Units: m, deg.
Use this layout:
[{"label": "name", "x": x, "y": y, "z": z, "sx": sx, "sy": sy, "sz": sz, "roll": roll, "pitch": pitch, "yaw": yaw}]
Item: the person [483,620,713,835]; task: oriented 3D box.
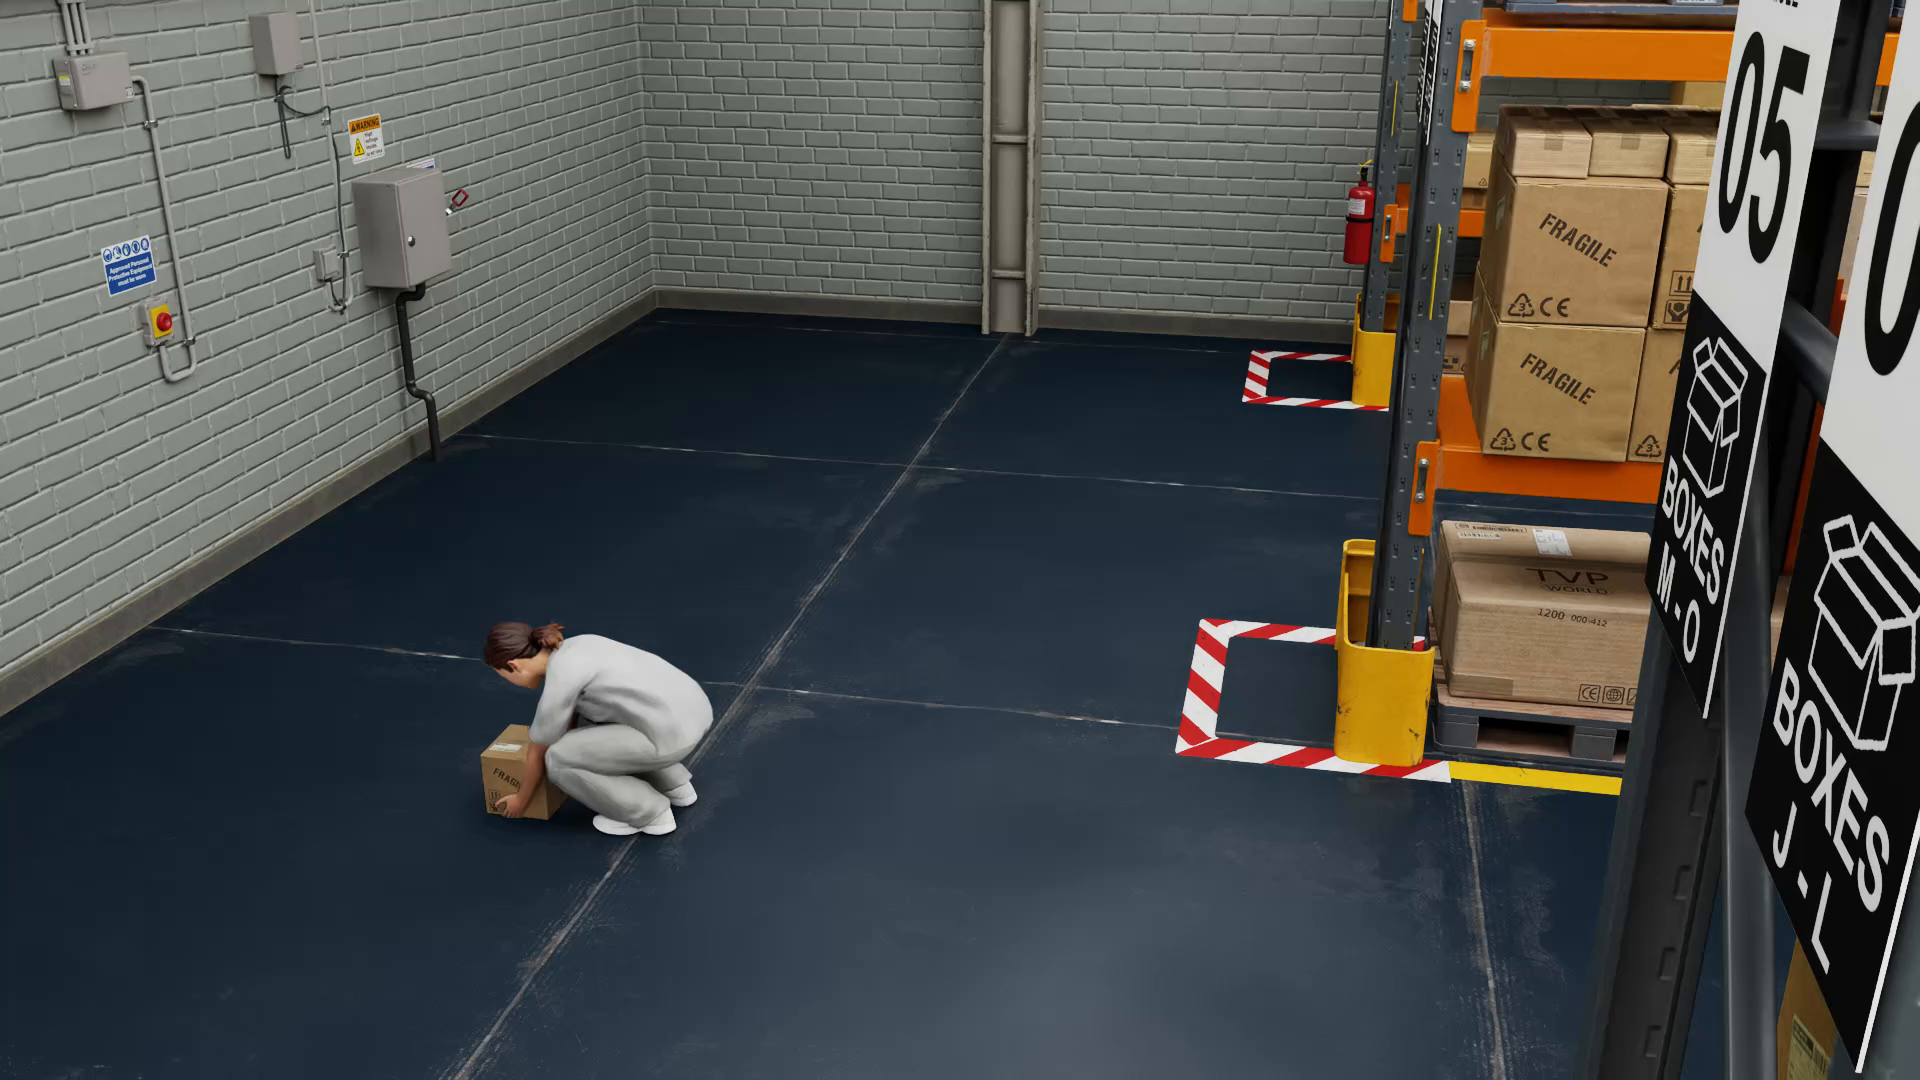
[{"label": "person", "x": -1.326, "y": 0.678, "z": 6.147, "sx": 0.813, "sy": 0.809, "sz": 0.478, "roll": 4, "pitch": 22, "yaw": 11}]
